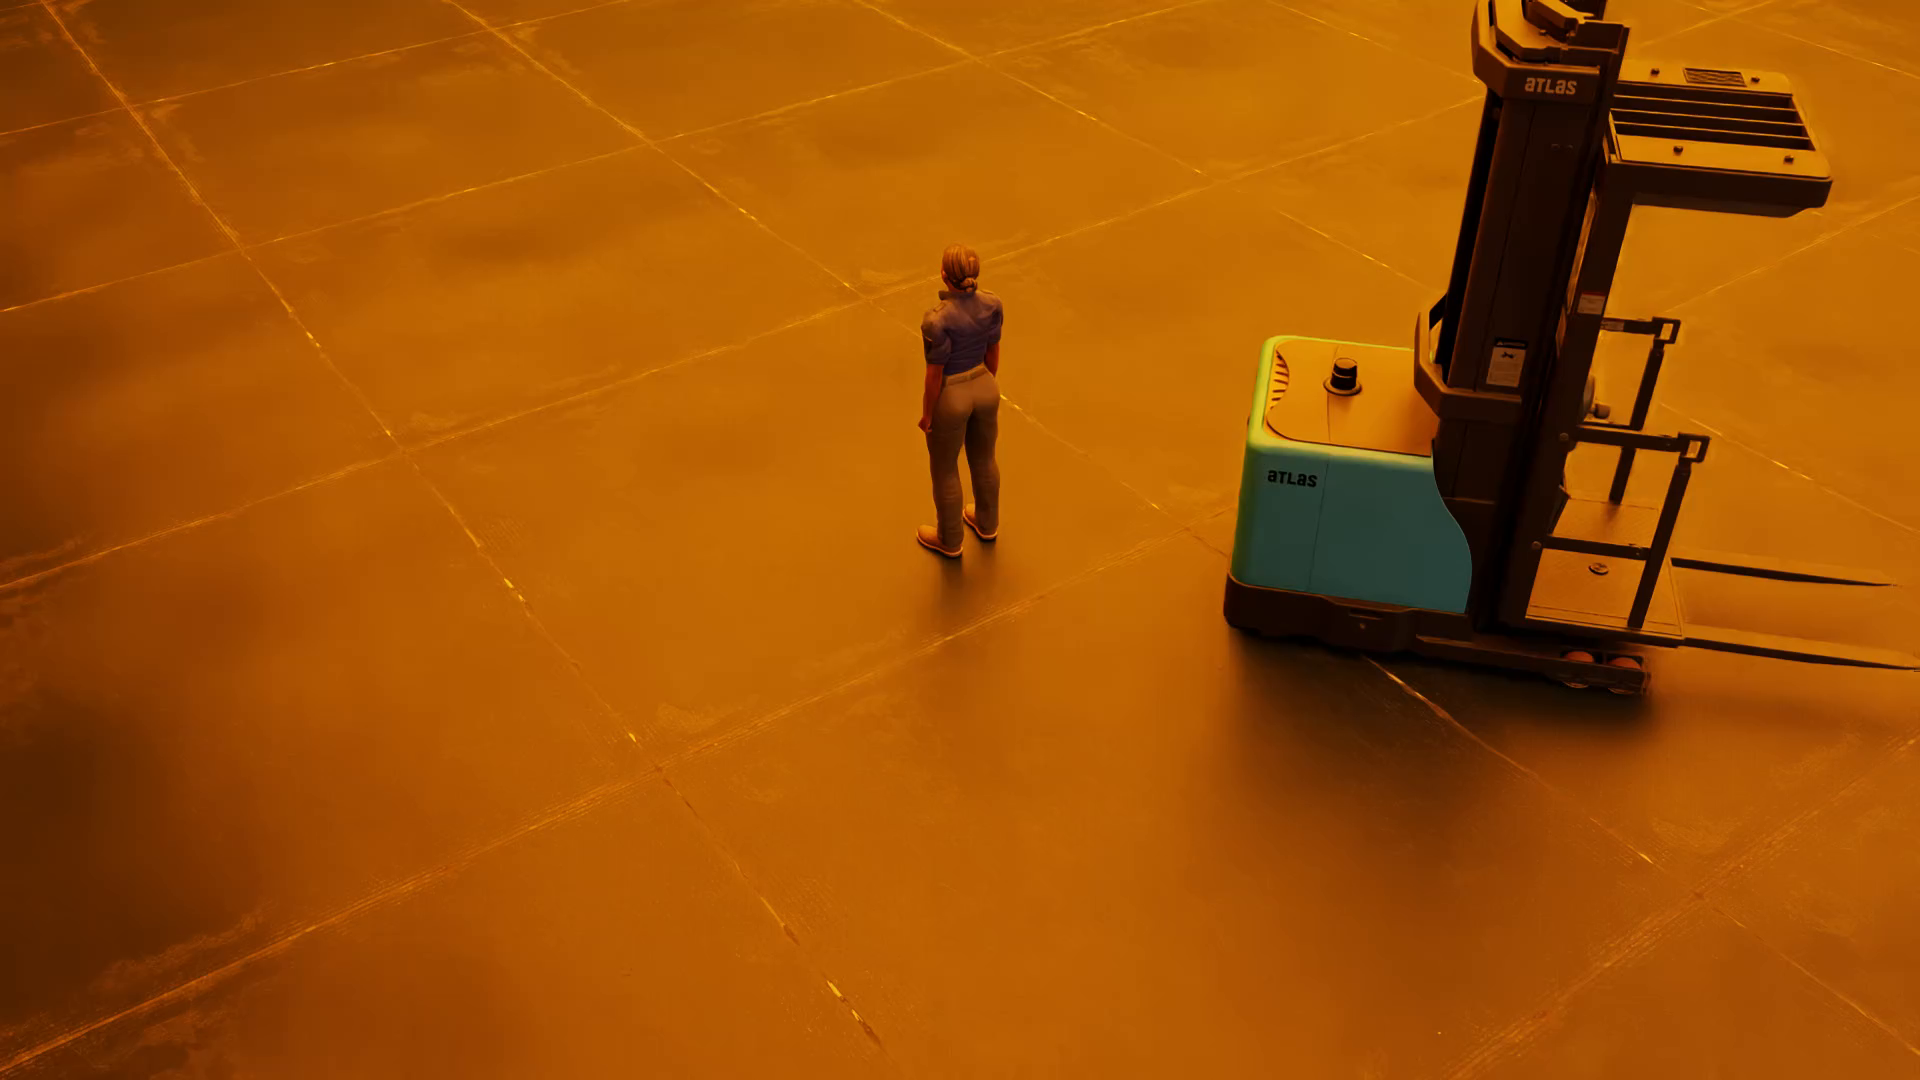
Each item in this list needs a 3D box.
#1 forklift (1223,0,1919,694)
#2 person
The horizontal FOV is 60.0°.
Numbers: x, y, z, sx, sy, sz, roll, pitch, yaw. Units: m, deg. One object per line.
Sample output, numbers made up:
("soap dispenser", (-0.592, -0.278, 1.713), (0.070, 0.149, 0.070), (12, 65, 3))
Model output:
("forklift", (2.810, -0.833, 7.071), (3.031, 2.935, 1.130), (8, 37, 10))
("person", (-0.006, -0.674, 7.931), (0.451, 1.660, 0.335), (-23, 42, -28))
